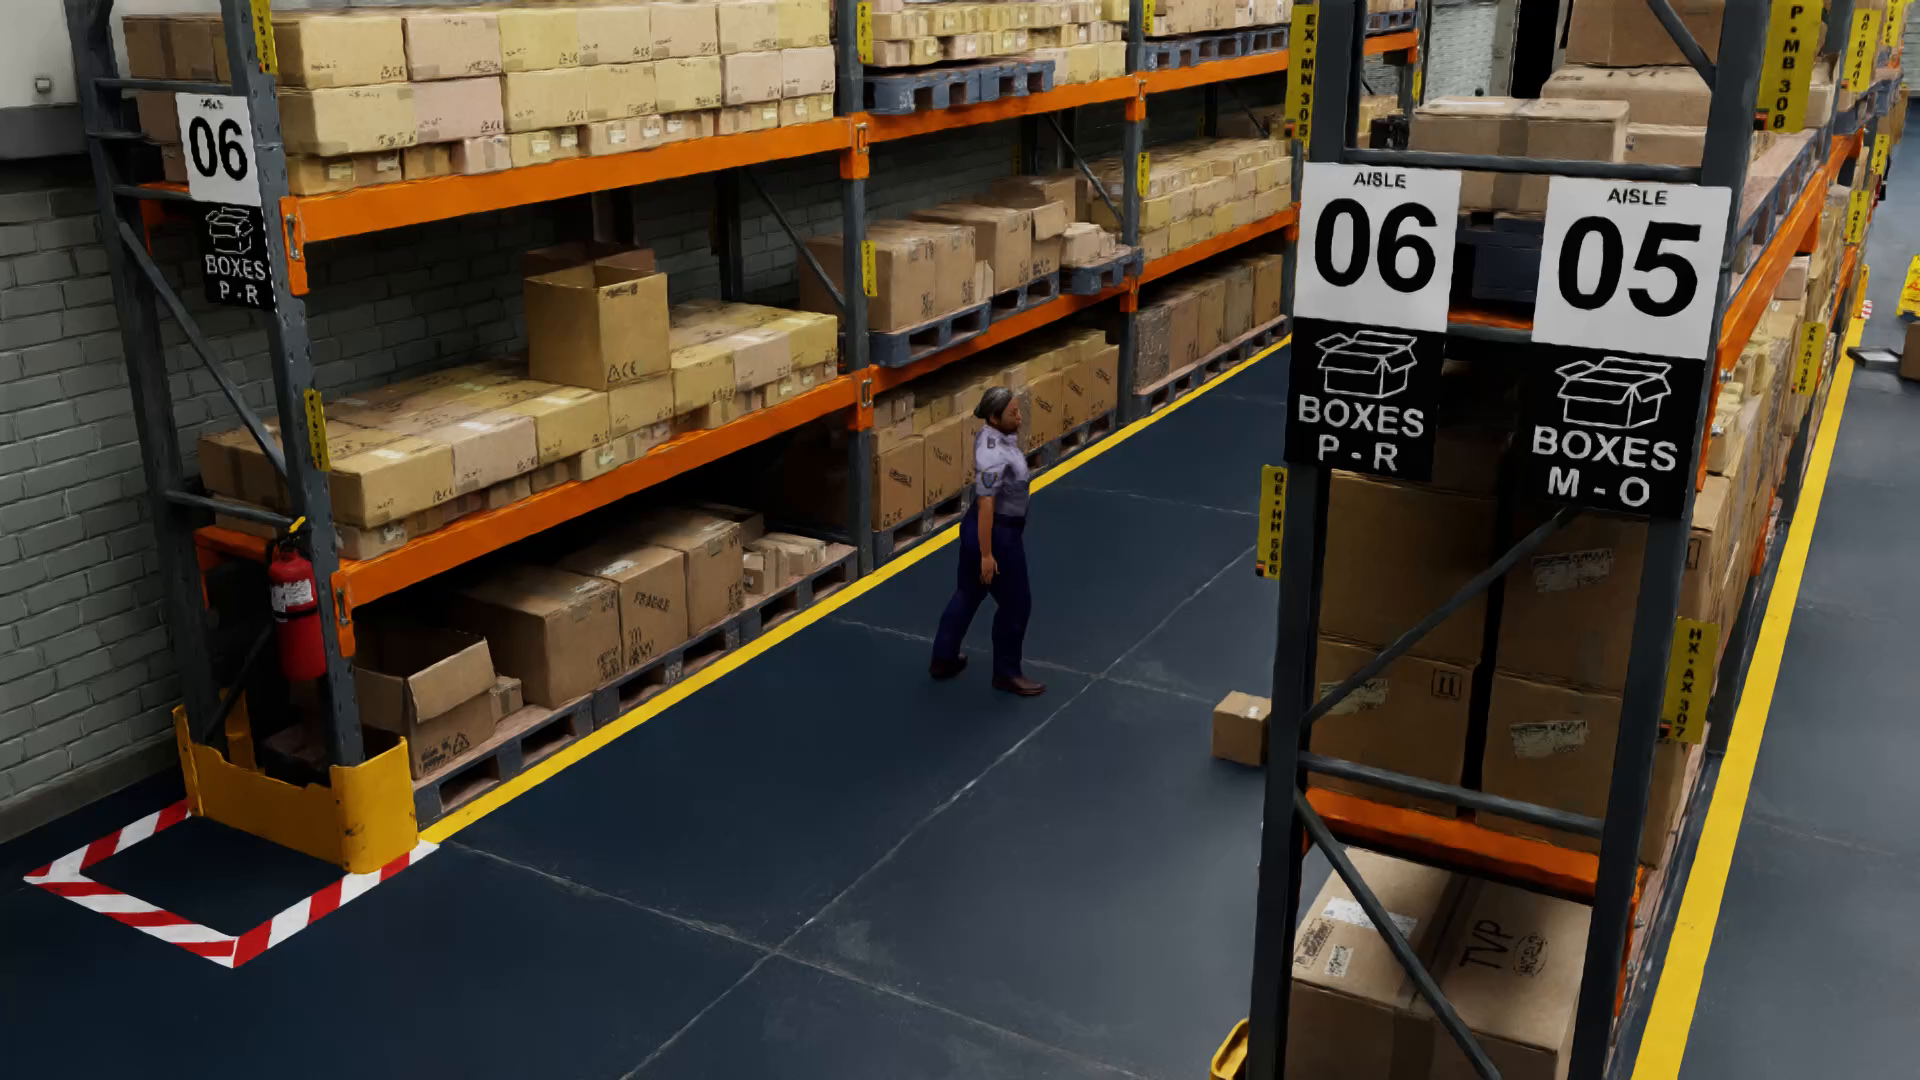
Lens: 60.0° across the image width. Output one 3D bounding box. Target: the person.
[{"bbox_3d":[0.142,-0.005,8.620,0.605,1.637,0.584,-1,20,-4],"label":"person"}]
